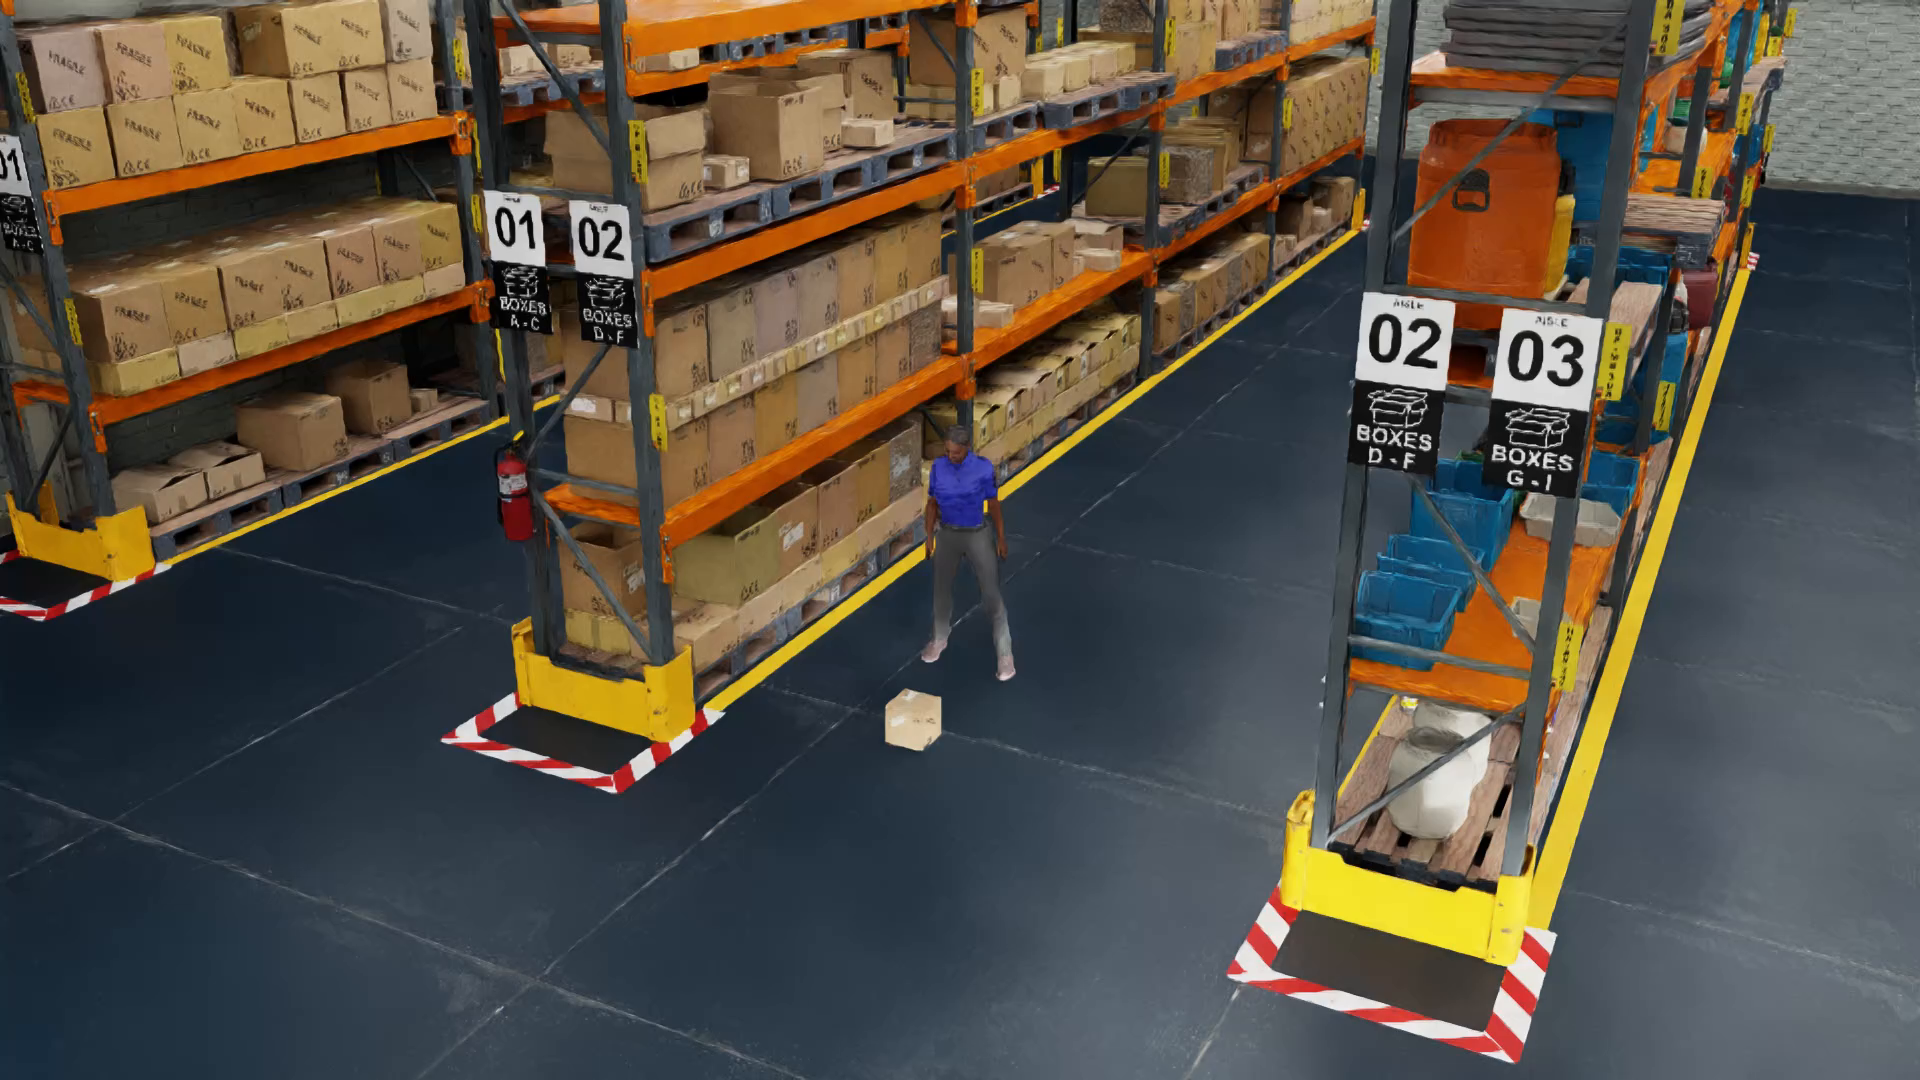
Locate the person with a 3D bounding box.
[{"bbox_3d":[0.064,0.051,10.581,0.673,1.646,0.439,7,24,15],"label":"person"}]
